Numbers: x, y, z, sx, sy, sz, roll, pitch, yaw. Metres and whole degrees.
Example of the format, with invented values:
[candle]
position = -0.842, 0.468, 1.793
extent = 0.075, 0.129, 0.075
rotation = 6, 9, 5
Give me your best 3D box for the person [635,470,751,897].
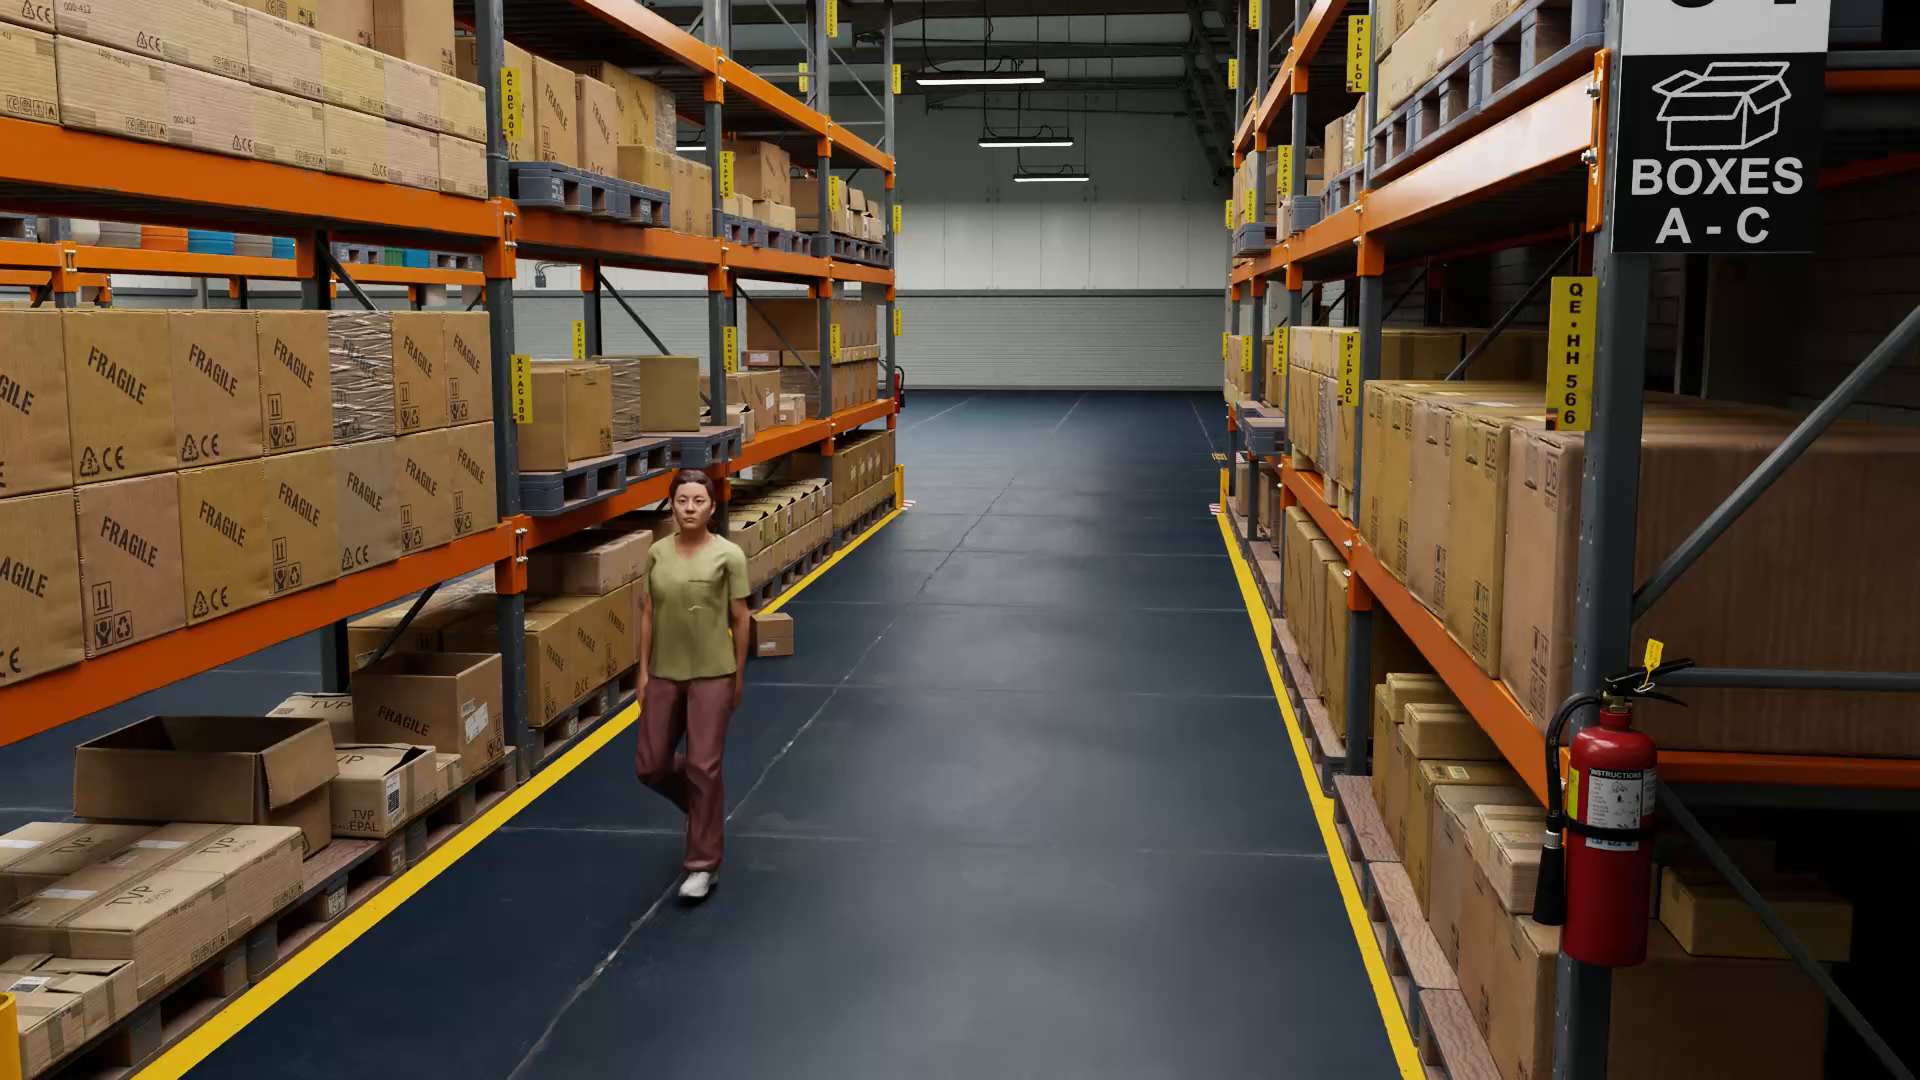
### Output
[person]
position = -1.062, 0.548, 6.658
extent = 0.454, 1.651, 0.639
rotation = 1, 8, 10
